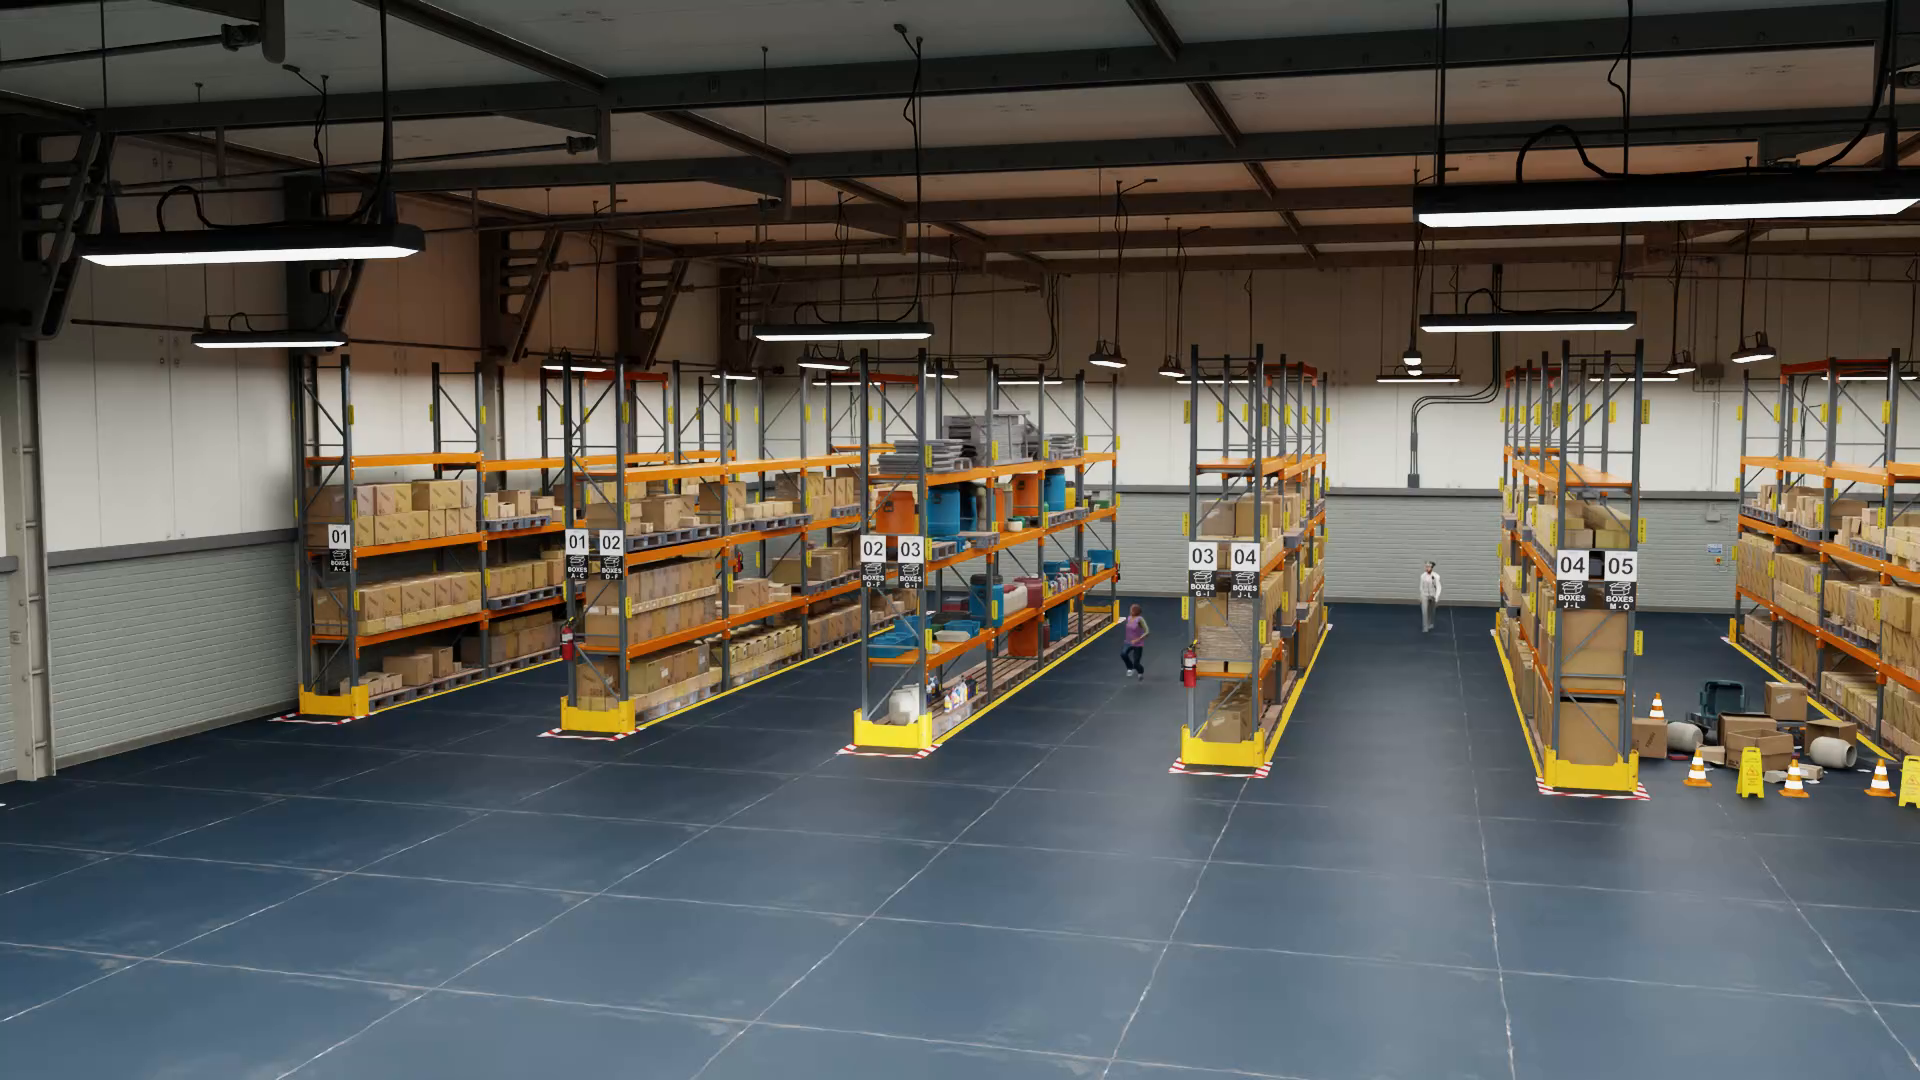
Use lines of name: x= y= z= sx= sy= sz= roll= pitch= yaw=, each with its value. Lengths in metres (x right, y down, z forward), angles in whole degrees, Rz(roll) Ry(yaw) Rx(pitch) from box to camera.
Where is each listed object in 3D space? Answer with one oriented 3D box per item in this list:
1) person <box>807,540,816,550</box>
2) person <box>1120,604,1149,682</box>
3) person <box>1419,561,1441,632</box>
person: x=-3.968 y=0.842 z=44.264 sx=0.959 sy=1.675 sz=0.595 roll=2 pitch=5 yaw=29
person: x=3.232 y=1.901 z=30.425 sx=0.506 sy=1.471 sz=0.779 roll=2 pitch=5 yaw=24
person: x=10.858 y=1.295 z=38.401 sx=0.477 sy=1.634 sz=0.983 roll=1 pitch=4 yaw=13
